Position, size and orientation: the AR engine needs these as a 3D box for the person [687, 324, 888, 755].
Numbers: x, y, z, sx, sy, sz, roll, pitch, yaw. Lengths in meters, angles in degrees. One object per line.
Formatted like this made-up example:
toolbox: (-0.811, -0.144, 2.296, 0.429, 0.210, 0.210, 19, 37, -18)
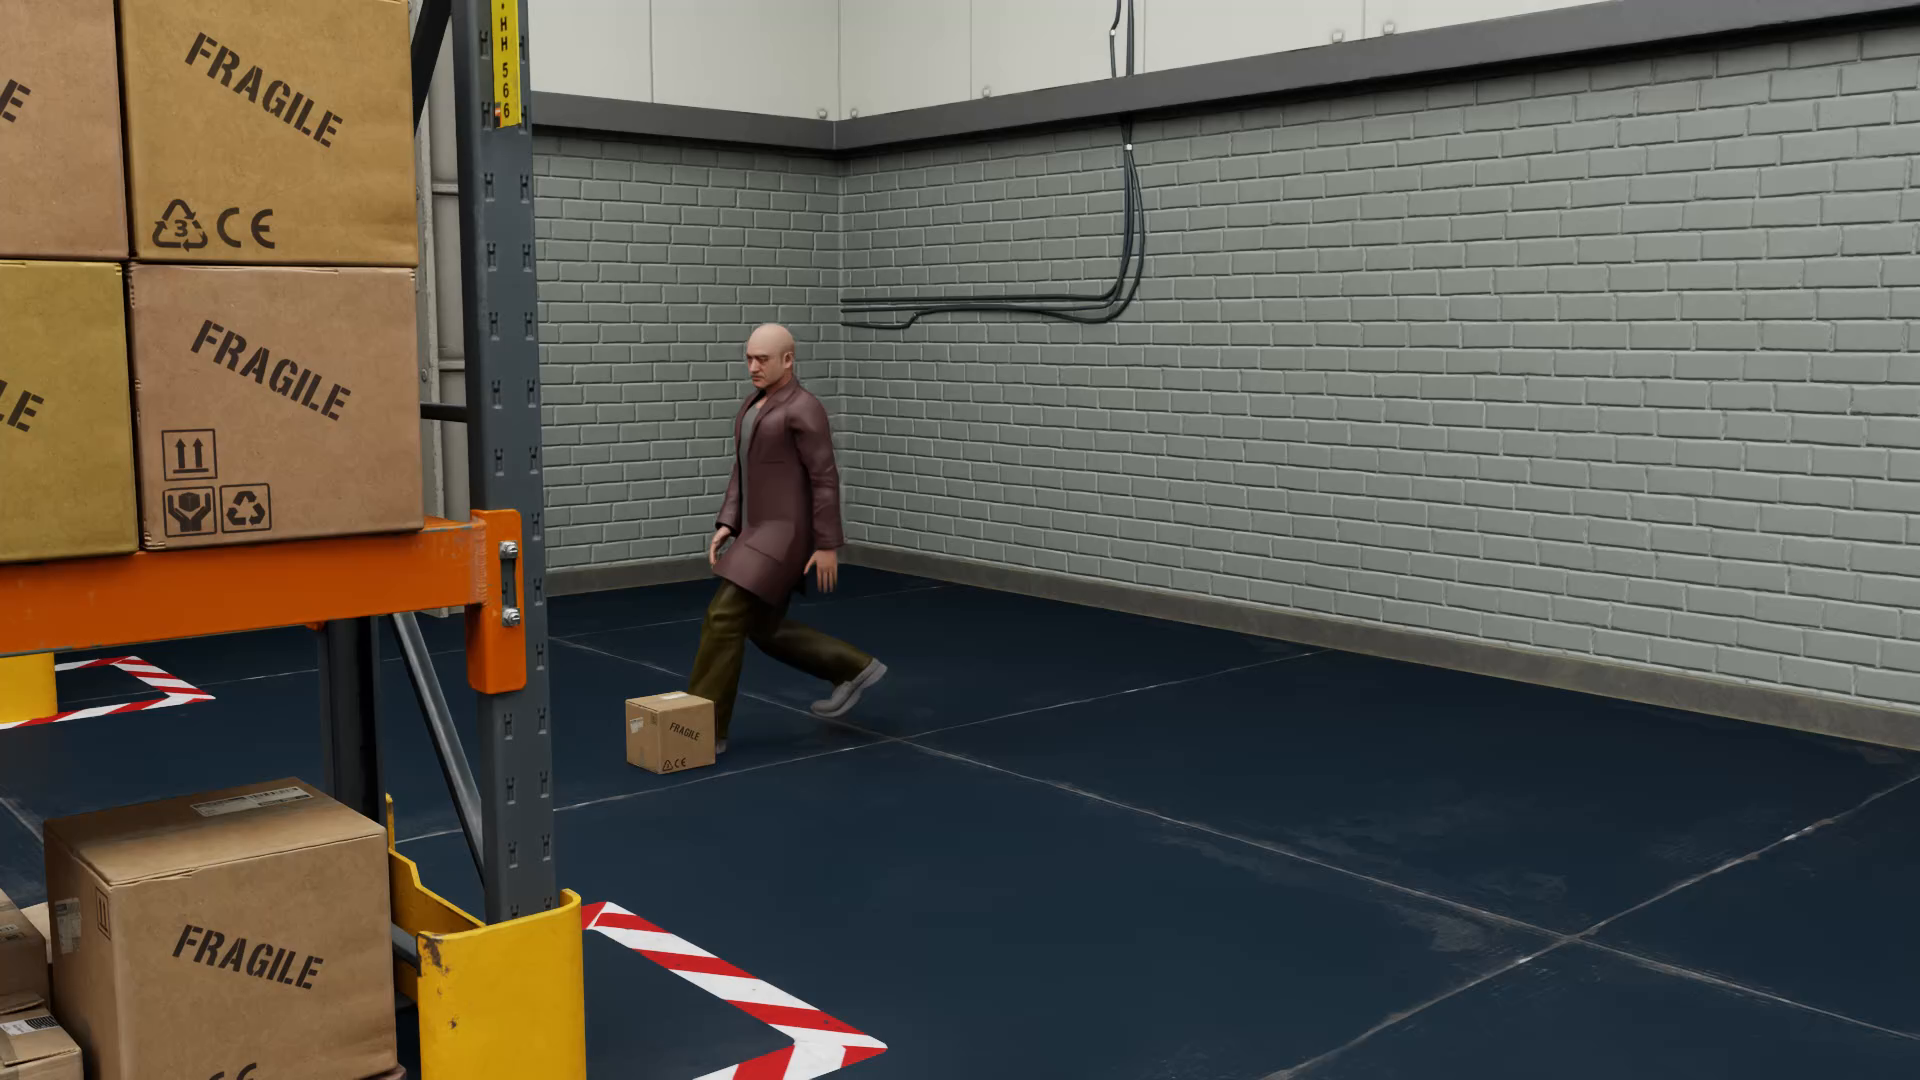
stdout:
person: (-0.793, -0.013, 6.701, 1.104, 1.704, 0.557, -3, 8, -24)
